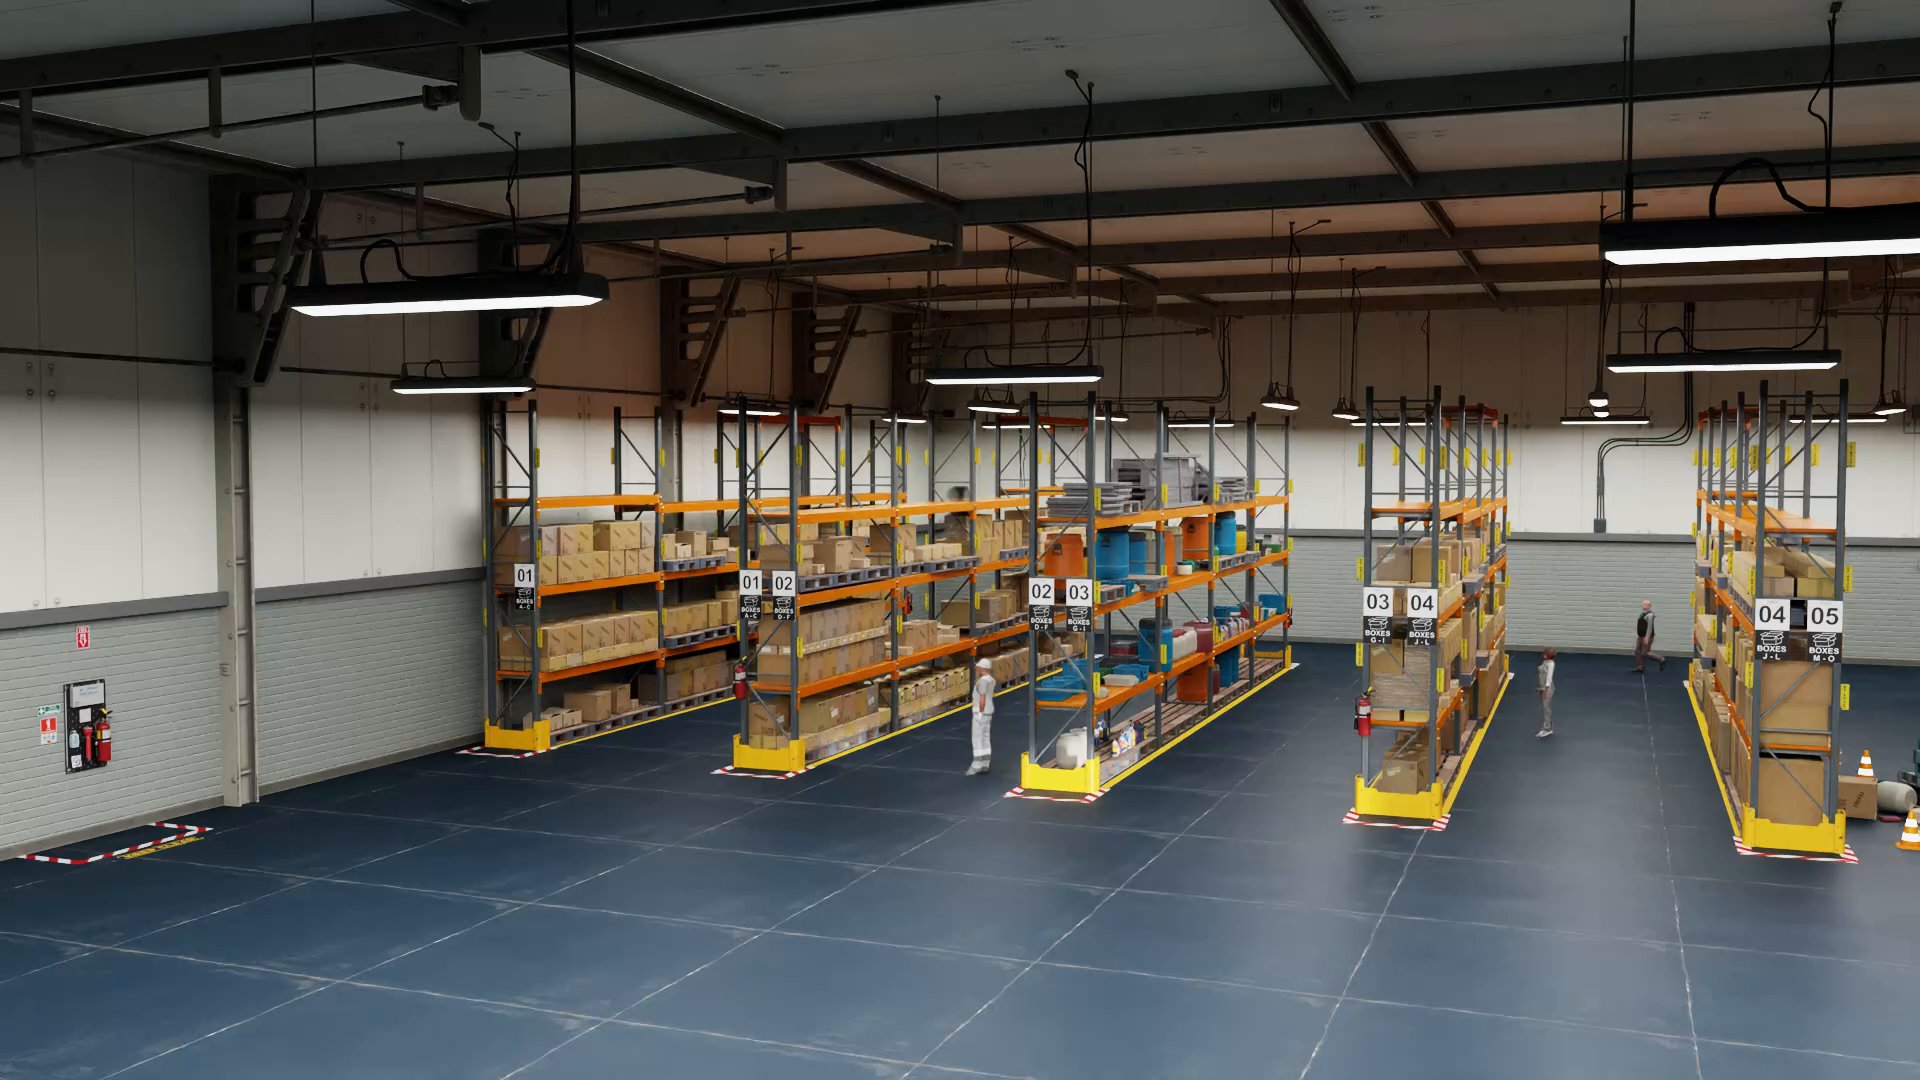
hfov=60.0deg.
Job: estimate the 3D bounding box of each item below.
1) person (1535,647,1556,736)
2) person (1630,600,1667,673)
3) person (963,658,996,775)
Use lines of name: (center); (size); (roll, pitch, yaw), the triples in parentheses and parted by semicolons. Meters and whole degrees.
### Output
person: (10.571, 2.747, 30.043); (0.461, 1.605, 0.437); (-1, 3, -11)
person: (15.940, 2.245, 38.473); (0.746, 1.698, 0.562); (0, 3, 4)
person: (0.327, 2.801, 26.502); (0.390, 1.814, 0.644); (1, 3, 20)
